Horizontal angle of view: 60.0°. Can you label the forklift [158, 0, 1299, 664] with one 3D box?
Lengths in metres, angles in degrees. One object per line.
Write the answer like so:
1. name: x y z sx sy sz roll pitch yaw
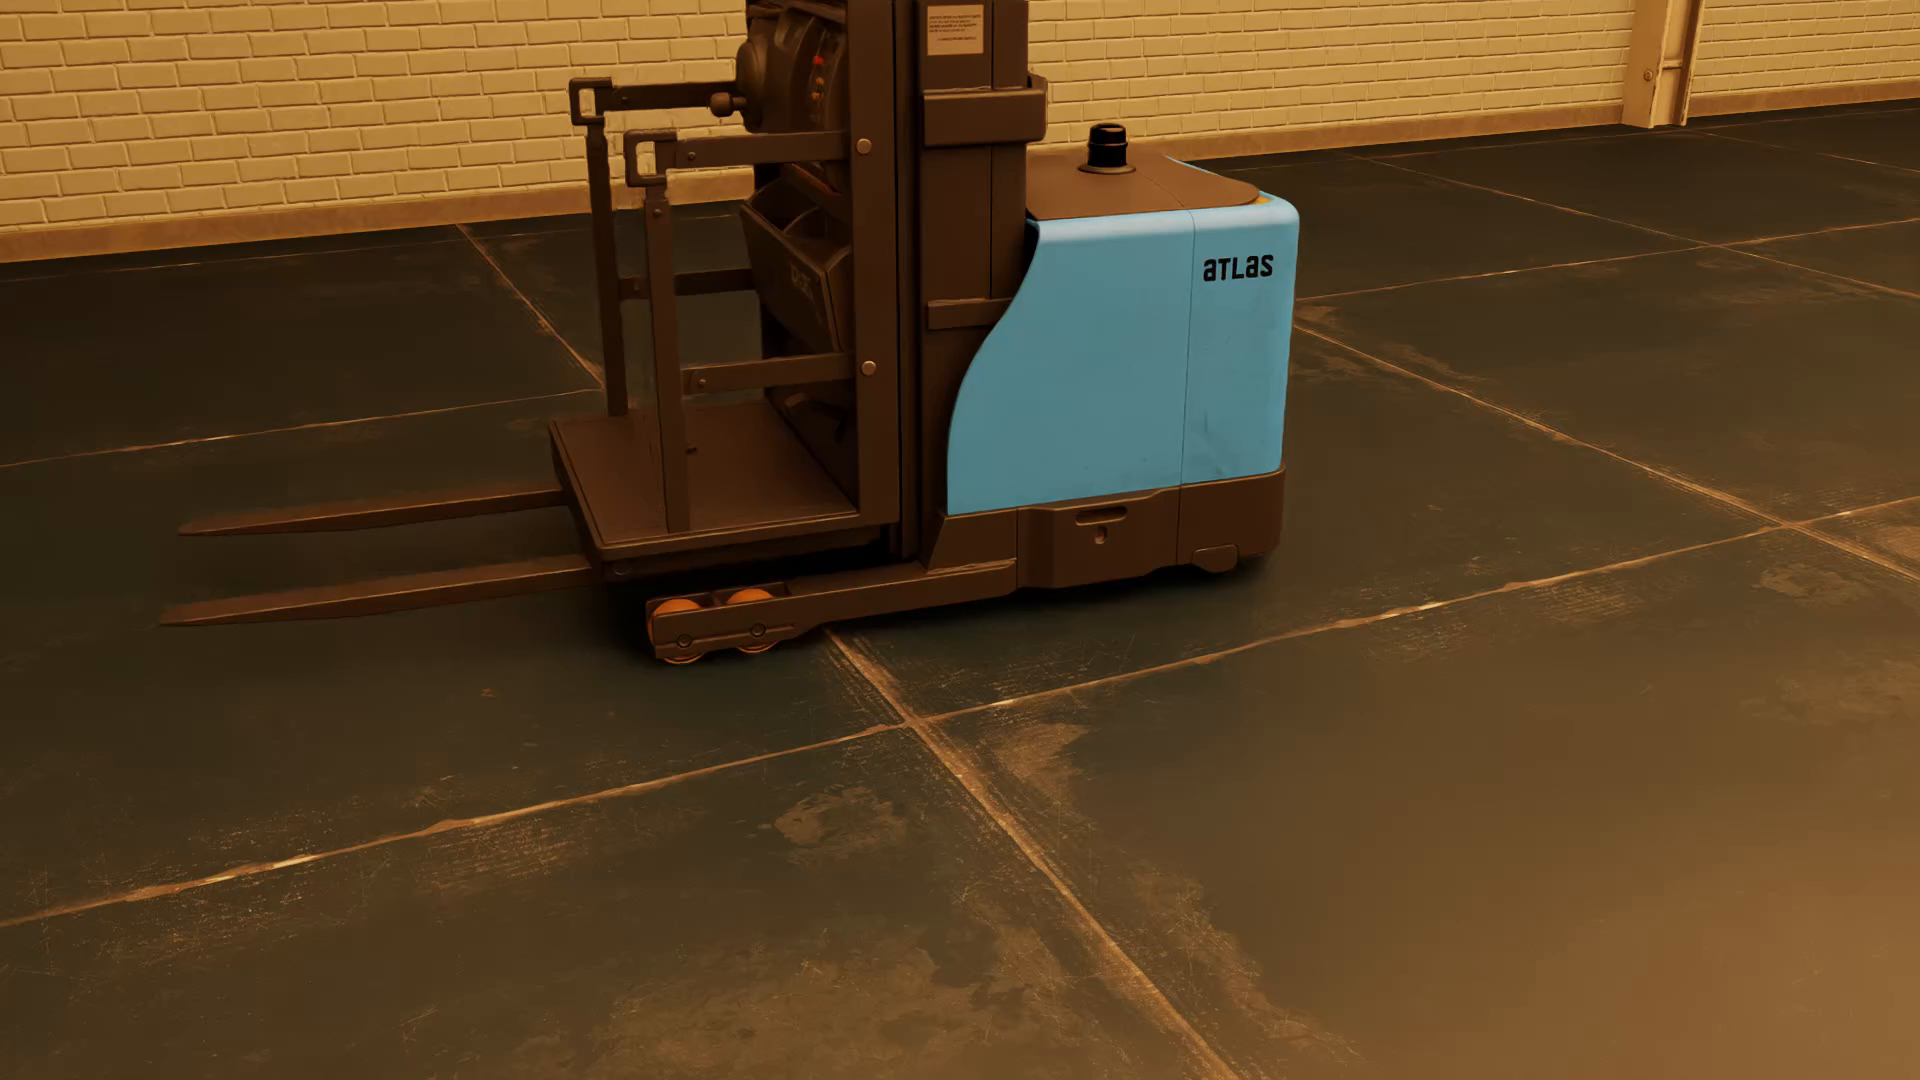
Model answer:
1. forklift: -0.631 -1.258 4.315 3.031 2.935 1.130 -8 24 -18
